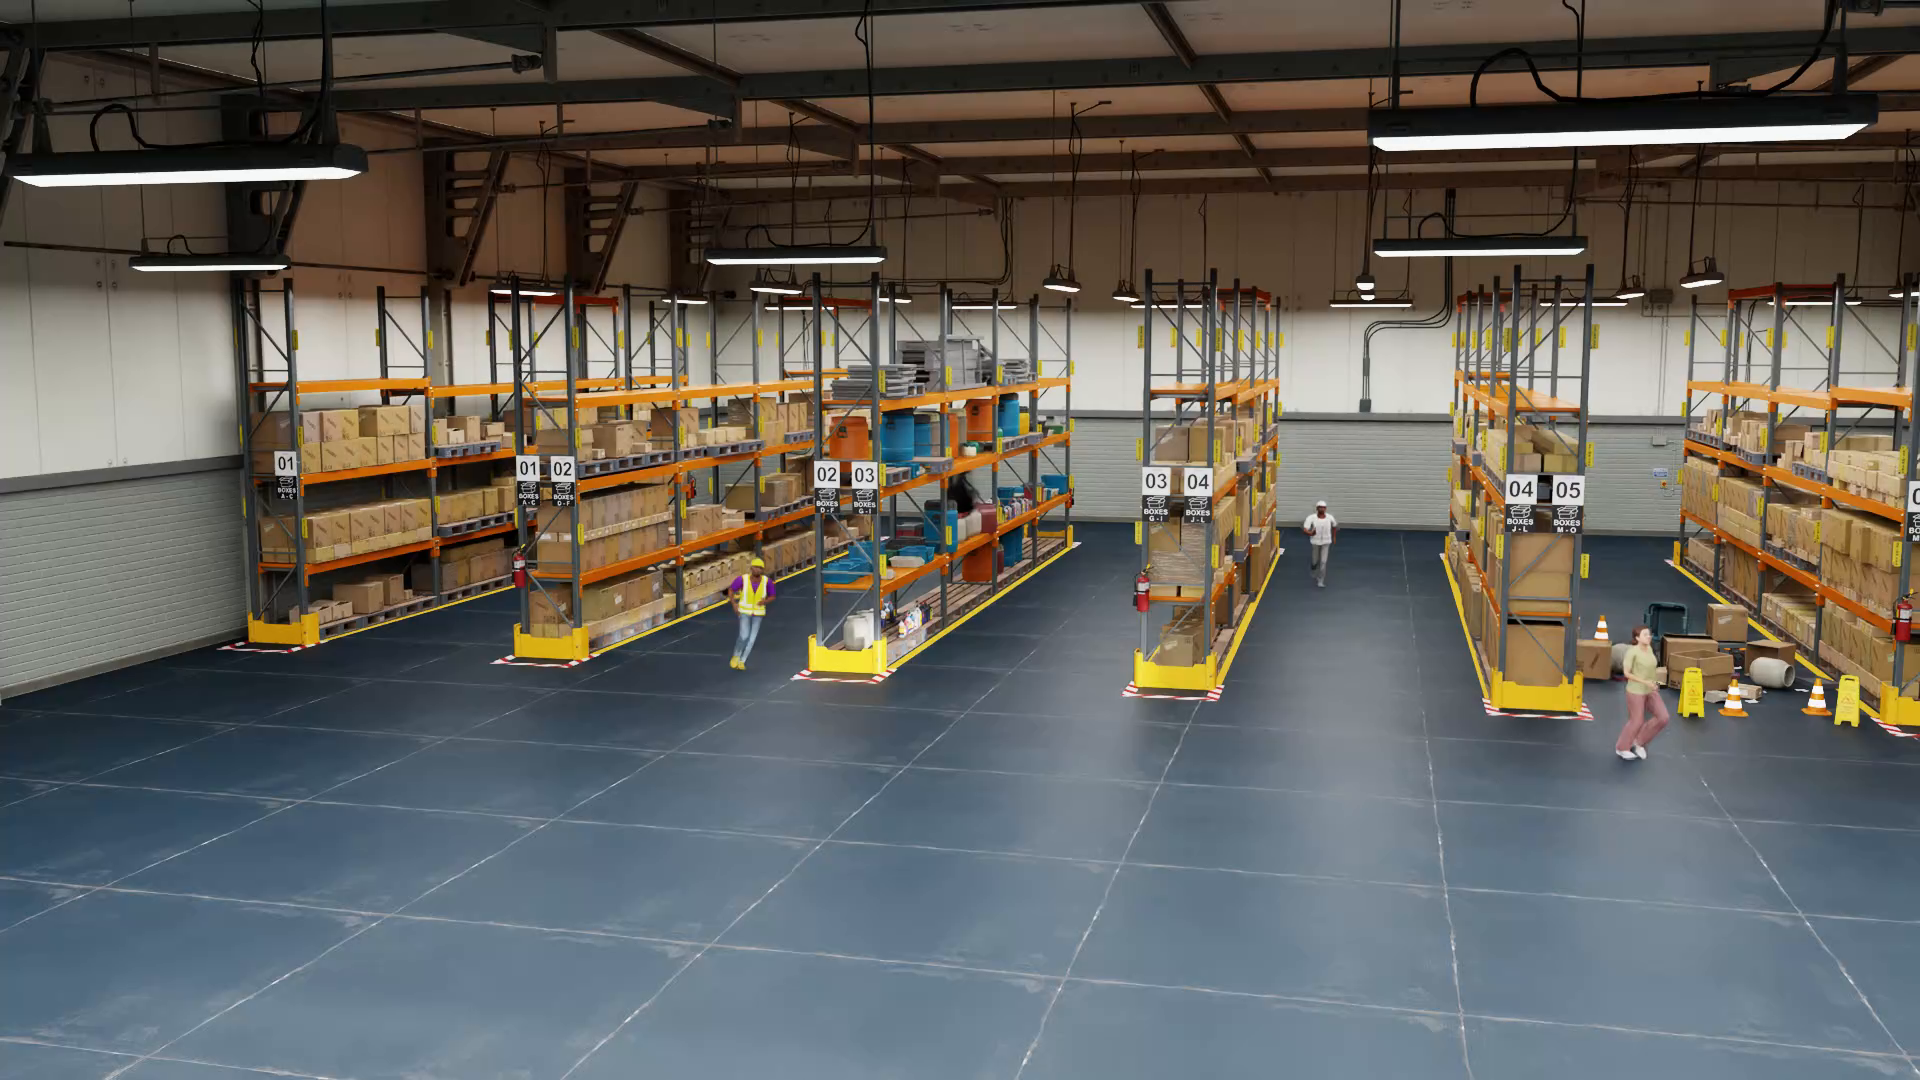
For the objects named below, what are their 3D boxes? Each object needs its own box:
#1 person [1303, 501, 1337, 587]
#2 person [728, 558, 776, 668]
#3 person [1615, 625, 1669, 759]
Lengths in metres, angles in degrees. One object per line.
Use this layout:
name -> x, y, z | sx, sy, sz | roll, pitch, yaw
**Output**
person -> 7.355, 0.062, 33.981 | 0.709, 1.740, 0.804 | 1, 7, 5
person -> -3.164, 1.119, 25.375 | 0.711, 1.699, 0.596 | -2, 7, -18
person -> 8.119, 1.816, 19.804 | 0.554, 1.632, 0.600 | -3, 8, -26
